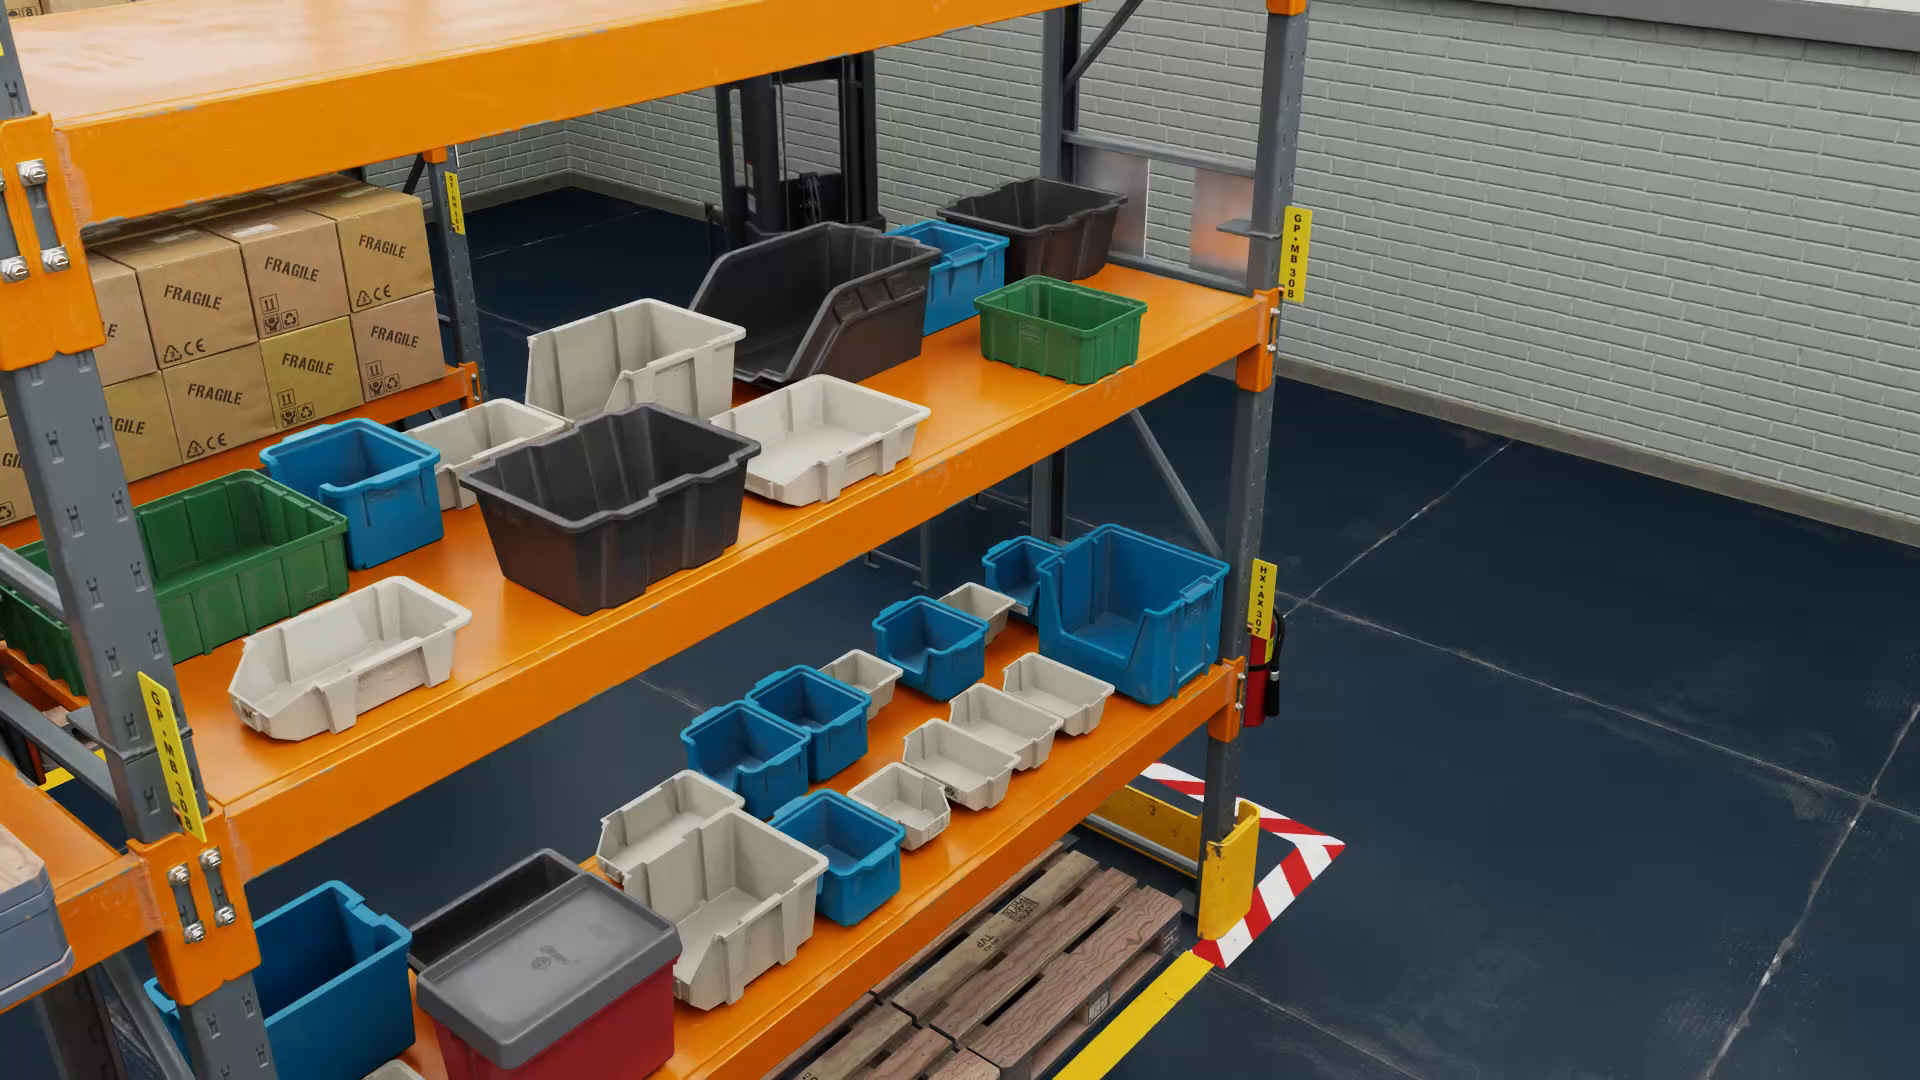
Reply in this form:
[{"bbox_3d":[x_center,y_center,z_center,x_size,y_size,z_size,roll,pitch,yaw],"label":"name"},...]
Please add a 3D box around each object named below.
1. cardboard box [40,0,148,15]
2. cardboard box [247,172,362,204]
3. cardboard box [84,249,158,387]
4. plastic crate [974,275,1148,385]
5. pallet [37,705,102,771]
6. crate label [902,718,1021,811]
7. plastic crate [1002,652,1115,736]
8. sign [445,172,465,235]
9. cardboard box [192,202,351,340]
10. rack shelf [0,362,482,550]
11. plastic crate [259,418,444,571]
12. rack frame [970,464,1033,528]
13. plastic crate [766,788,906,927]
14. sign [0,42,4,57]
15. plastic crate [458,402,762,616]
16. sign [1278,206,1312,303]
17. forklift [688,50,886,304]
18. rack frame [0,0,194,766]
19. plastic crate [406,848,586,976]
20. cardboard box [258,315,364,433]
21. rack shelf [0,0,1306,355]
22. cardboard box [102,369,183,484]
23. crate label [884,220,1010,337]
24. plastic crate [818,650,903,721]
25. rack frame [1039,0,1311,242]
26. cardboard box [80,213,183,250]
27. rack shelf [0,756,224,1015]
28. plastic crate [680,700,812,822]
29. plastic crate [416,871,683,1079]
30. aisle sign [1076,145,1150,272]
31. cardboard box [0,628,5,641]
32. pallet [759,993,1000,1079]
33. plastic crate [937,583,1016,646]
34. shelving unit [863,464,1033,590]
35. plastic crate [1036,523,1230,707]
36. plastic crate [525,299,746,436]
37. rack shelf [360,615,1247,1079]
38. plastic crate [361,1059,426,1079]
[{"bbox_3d":[-4.033,-2.576,7.504,0.700,0.500,0.500,21,34,34],"label":"cardboard box"},{"bbox_3d":[-3.586,-1.712,9.097,0.500,0.500,0.500,22,35,36],"label":"cardboard box"},{"bbox_3d":[-4.145,-1.007,7.735,0.500,0.500,0.500,22,35,36],"label":"cardboard box"},{"bbox_3d":[0.313,-0.659,5.226,0.450,0.188,0.336,21,34,34],"label":"plastic crate"},{"bbox_3d":[-4.431,0.676,8.714,1.003,0.211,1.213,21,34,34],"label":"pallet"},{"bbox_3d":[-0.013,0.783,5.694,0.396,0.136,0.243,21,34,34],"label":"crate label"},{"bbox_3d":[0.341,0.578,6.089,0.396,0.136,0.243,21,34,34],"label":"plastic crate"},{"bbox_3d":[-2.685,-1.789,8.839,0.100,0.325,0.005,21,34,34],"label":"sign"},{"bbox_3d":[-3.492,-1.374,8.445,0.500,0.500,0.500,22,34,36],"label":"cardboard box"},{"bbox_3d":[-4.372,-0.275,8.299,1.077,0.370,4.000,21,34,34],"label":"rack shelf"},{"bbox_3d":[-1.492,-0.110,4.116,0.416,0.233,0.300,21,34,34],"label":"plastic crate"},{"bbox_3d":[0.269,-0.816,10.195,0.500,1.500,0.032,21,34,34],"label":"rack frame"},{"bbox_3d":[-0.389,0.996,5.176,0.416,0.233,0.300,21,34,34],"label":"plastic crate"},{"bbox_3d":[-1.401,-0.846,2.320,0.100,0.325,0.005,21,34,34],"label":"sign"},{"bbox_3d":[-0.823,-0.071,4.000,0.497,0.269,0.590,21,34,34],"label":"plastic crate"},{"bbox_3d":[1.155,-0.985,5.739,0.100,0.325,0.005,21,34,34],"label":"sign"},{"bbox_3d":[-1.248,-2.507,11.907,1.130,2.935,3.031,-13,30,-23],"label":"forklift"},{"bbox_3d":[-1.824,-1.101,2.584,1.000,3.000,0.127,21,34,34],"label":"rack frame"},{"bbox_3d":[-1.320,1.184,4.931,0.437,0.125,0.590,21,34,34],"label":"plastic crate"},{"bbox_3d":[-3.502,-0.924,8.664,0.500,0.500,0.500,21,34,35],"label":"cardboard box"},{"bbox_3d":[-0.552,-1.313,4.212,1.077,0.370,4.000,21,34,34],"label":"rack shelf"},{"bbox_3d":[-4.144,-0.571,7.979,0.500,0.500,0.500,20,34,34],"label":"cardboard box"},{"bbox_3d":[-0.116,-0.888,5.599,0.408,0.251,0.502,21,34,34],"label":"crate label"},{"bbox_3d":[-0.391,0.557,6.129,0.250,0.136,0.298,21,34,34],"label":"plastic crate"},{"bbox_3d":[0.720,-2.519,5.325,1.000,3.000,0.127,21,34,34],"label":"rack frame"},{"bbox_3d":[-4.234,-1.348,8.394,0.500,0.500,0.500,21,34,35],"label":"cardboard box"},{"bbox_3d":[-3.097,1.260,2.068,1.077,0.370,4.000,21,34,34],"label":"rack shelf"},{"bbox_3d":[-0.720,0.758,5.637,0.416,0.233,0.300,21,34,34],"label":"plastic crate"},{"bbox_3d":[-1.063,1.266,4.404,0.402,0.464,0.583,21,34,34],"label":"plastic crate"},{"bbox_3d":[0.536,-1.121,6.324,0.394,0.787,0.004,21,34,34],"label":"aisle sign"},{"bbox_3d":[-5.024,0.563,8.345,0.500,0.311,0.500,21,34,34],"label":"cardboard box"},{"bbox_3d":[-0.611,2.096,5.969,1.003,0.211,1.213,21,34,34],"label":"pallet"},{"bbox_3d":[0.041,0.317,6.594,0.250,0.136,0.298,21,34,34],"label":"plastic crate"},{"bbox_3d":[-0.054,-0.636,9.847,0.538,1.500,1.048,21,34,34],"label":"shelving unit"},{"bbox_3d":[0.651,0.277,6.347,0.616,0.435,0.499,21,34,34],"label":"plastic crate"},{"bbox_3d":[-0.928,-0.438,4.697,0.437,0.282,0.530,21,34,34],"label":"plastic crate"},{"bbox_3d":[-0.552,1.174,5.498,1.077,0.370,4.000,21,34,34],"label":"rack shelf"},{"bbox_3d":[-1.418,1.531,4.247,0.396,0.136,0.243,21,34,34],"label":"plastic crate"}]
